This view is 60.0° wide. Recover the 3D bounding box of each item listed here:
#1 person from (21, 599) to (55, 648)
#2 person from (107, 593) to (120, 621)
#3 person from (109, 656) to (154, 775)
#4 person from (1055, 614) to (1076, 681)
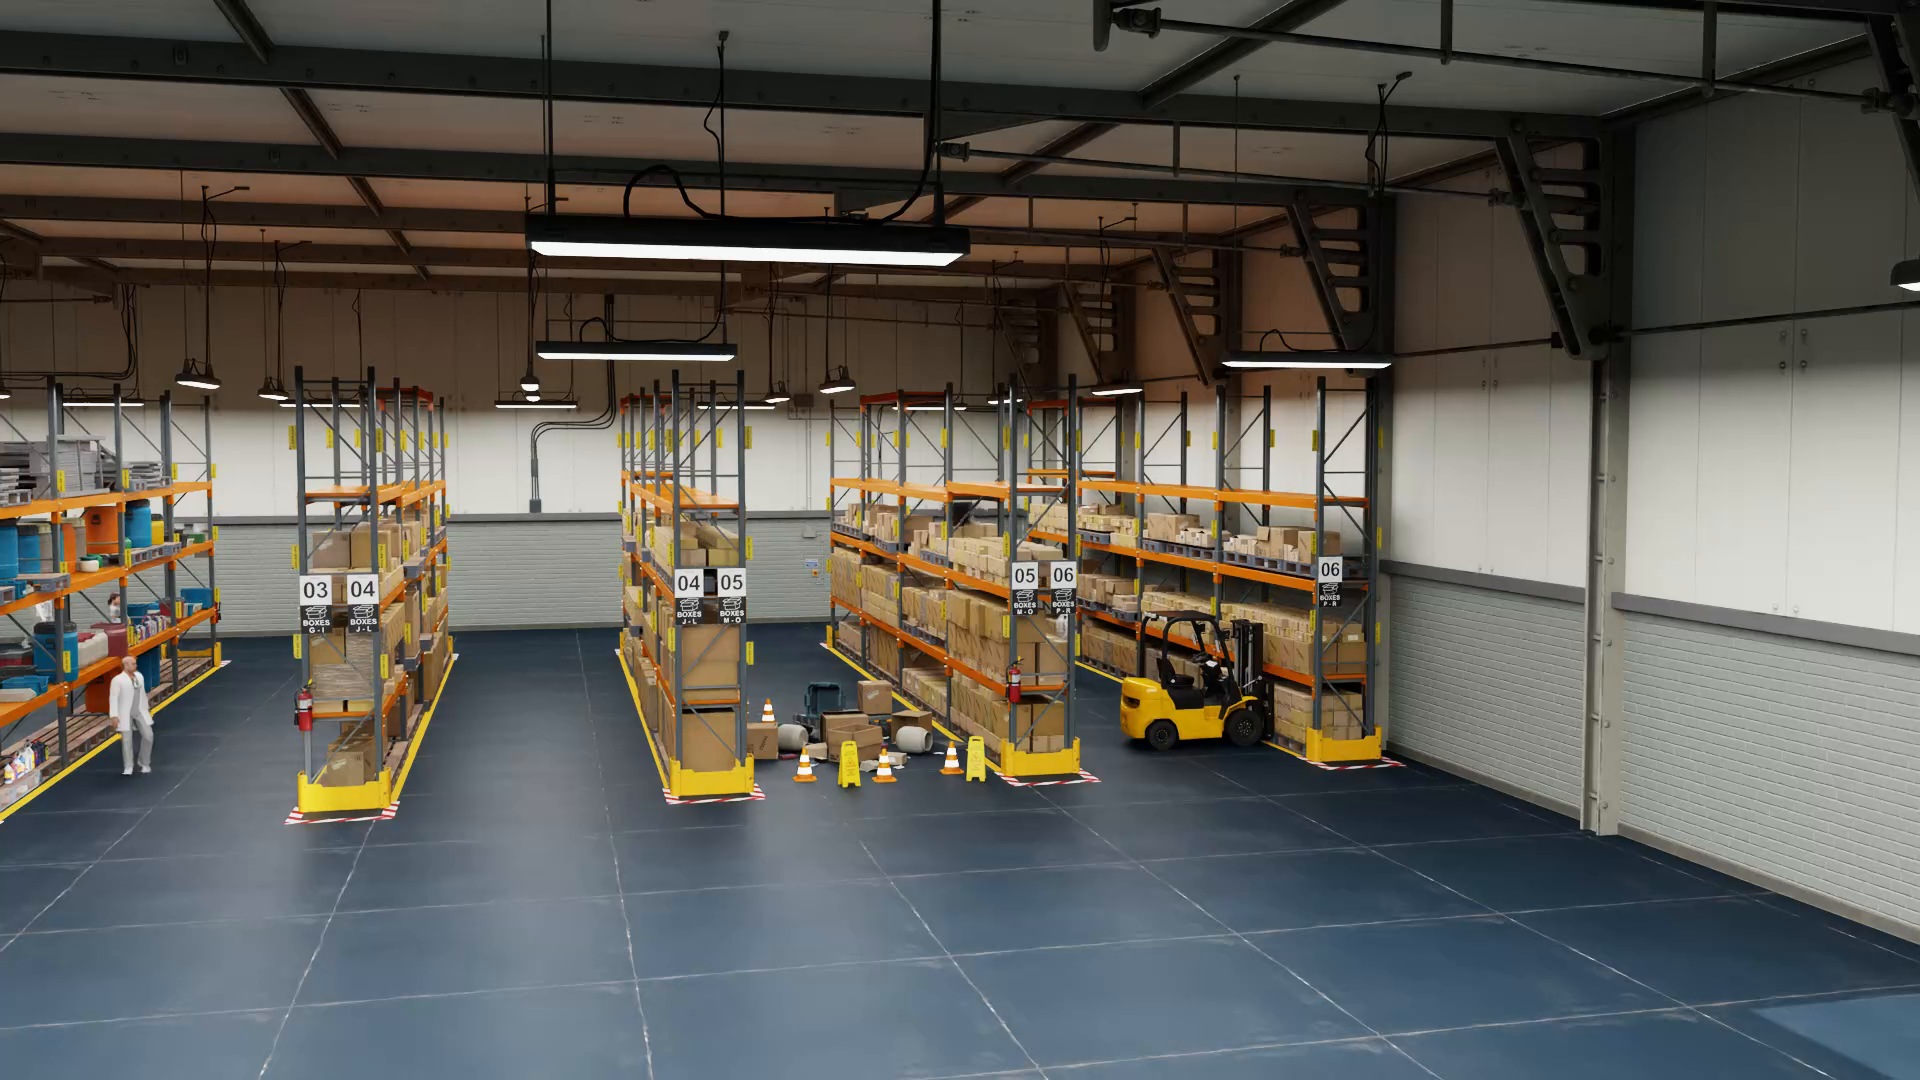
[{"bbox_3d":[-21.832,1.818,39.609,0.955,1.627,0.531,0,3,5],"label":"person"},{"bbox_3d":[-18.427,1.987,36.353,0.389,1.679,0.491,-2,4,-26],"label":"person"},{"bbox_3d":[-12.468,2.656,24.982,0.661,1.829,0.499,-3,5,-44],"label":"person"},{"bbox_3d":[2.219,2.093,34.810,0.399,1.665,0.515,-1,4,-21],"label":"person"}]
